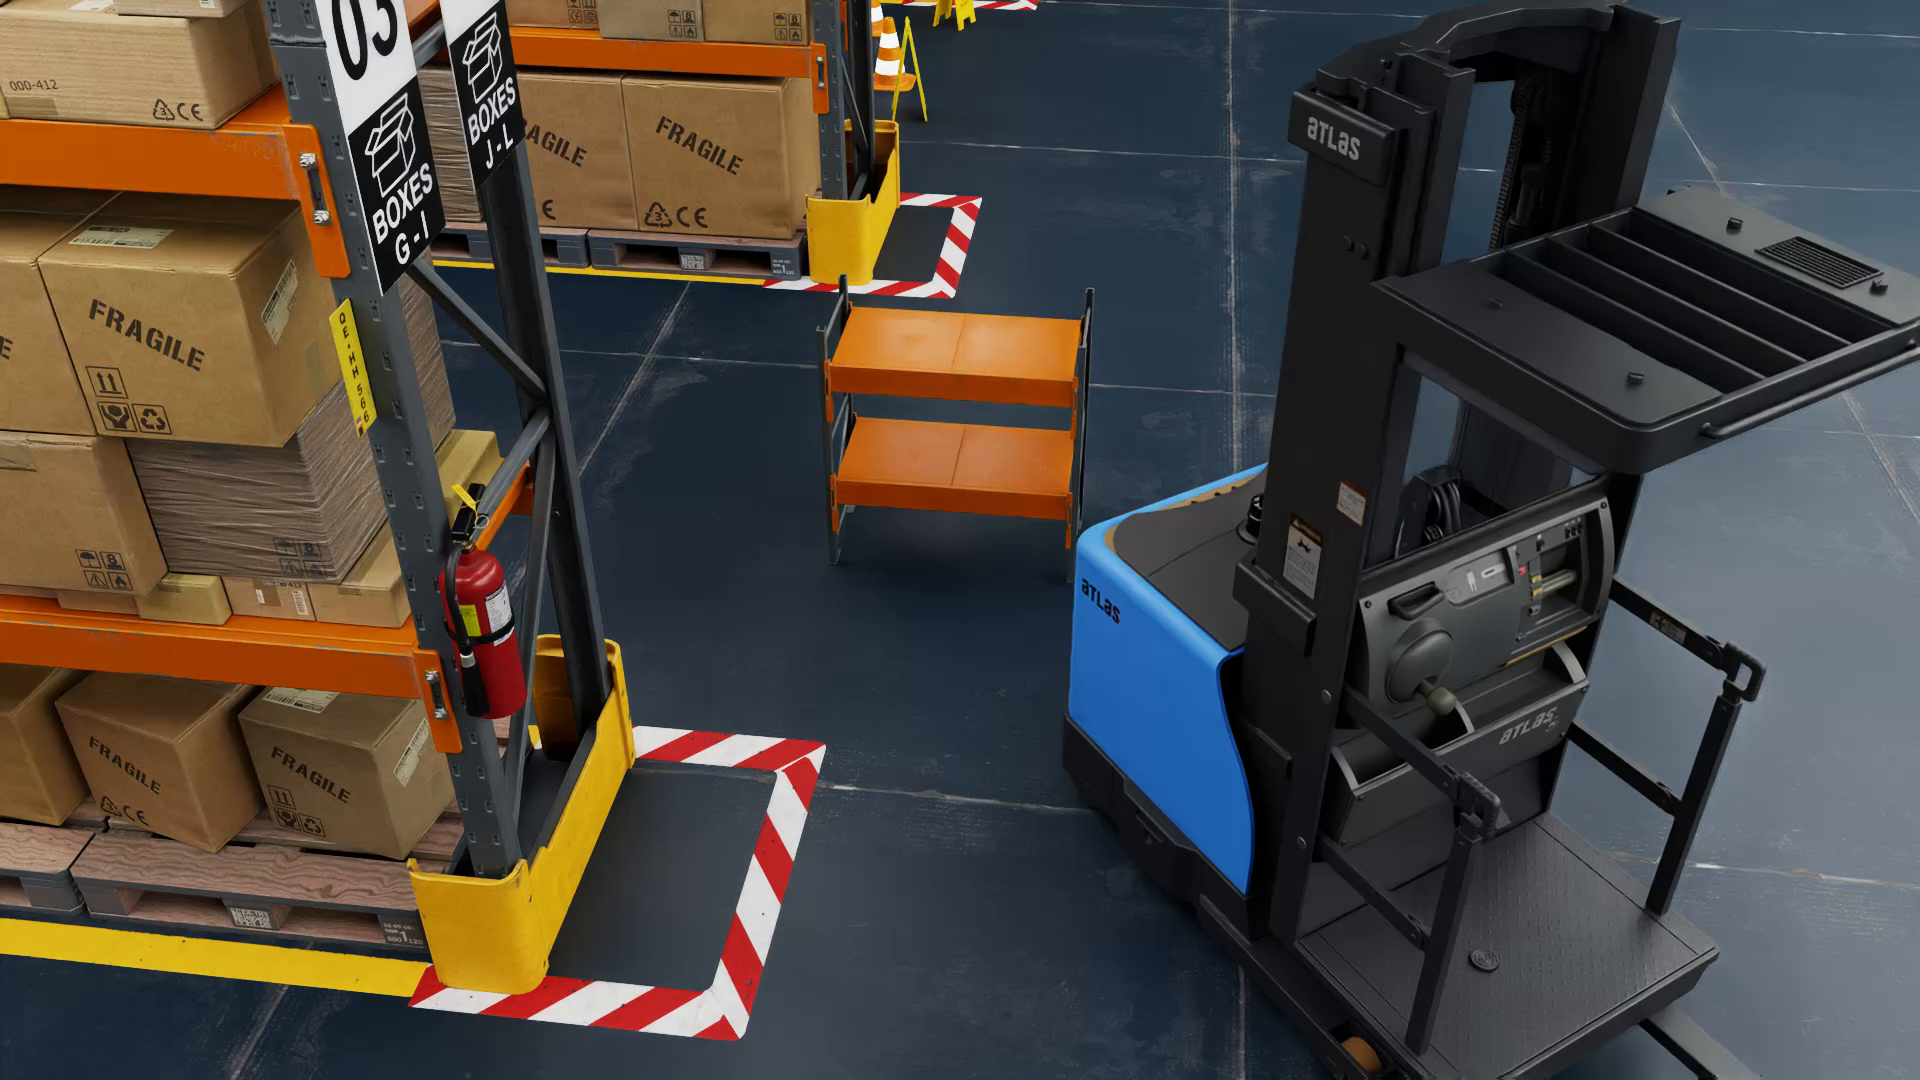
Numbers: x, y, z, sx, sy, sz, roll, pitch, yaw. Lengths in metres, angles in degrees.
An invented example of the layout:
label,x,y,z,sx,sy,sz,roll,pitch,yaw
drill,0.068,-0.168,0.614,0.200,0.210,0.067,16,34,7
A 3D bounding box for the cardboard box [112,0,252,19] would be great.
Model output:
label,x,y,z,sx,sy,sz,roll,pitch,yaw
cardboard box,-1.672,-1.290,3.679,0.250,0.149,0.380,4,36,6

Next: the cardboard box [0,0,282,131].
label,x,y,z,sx,sy,sz,roll,pitch,yaw
cardboard box,-1.868,-1.176,3.863,0.500,0.250,0.500,5,36,7

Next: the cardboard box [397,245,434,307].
label,x,y,z,sx,sy,sz,roll,pitch,yaw
cardboard box,-1.868,-0.893,4.717,0.500,0.500,0.500,4,36,6

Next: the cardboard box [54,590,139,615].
label,x,y,z,sx,sy,sz,roll,pitch,yaw
cardboard box,-2.415,0.038,4.831,0.250,0.149,0.380,4,36,6

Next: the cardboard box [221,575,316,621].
label,x,y,z,sx,sy,sz,roll,pitch,yaw
cardboard box,-1.914,0.054,4.808,0.250,0.149,0.380,4,36,6

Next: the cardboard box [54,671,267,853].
label,x,y,z,sx,sy,sz,roll,pitch,yaw
cardboard box,-2.572,0.639,5.562,0.500,0.500,0.500,14,38,18

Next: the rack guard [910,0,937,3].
label,x,y,z,sx,sy,sz,roll,pitch,yaw
rack guard,-0.170,-4.825,13.580,0.348,0.500,1.175,4,36,6

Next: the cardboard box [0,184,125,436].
label,x,y,z,sx,sy,sz,roll,pitch,yaw
cardboard box,-2.431,-0.628,4.345,0.500,0.500,0.500,4,36,6

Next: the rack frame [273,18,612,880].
label,x,y,z,sx,sy,sz,roll,pitch,yaw
rack frame,-1.357,-0.127,4.846,0.127,3.000,1.000,4,36,6

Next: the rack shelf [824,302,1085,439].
label,x,y,z,sx,sy,sz,roll,pitch,yaw
rack shelf,-0.007,-0.697,6.754,1.000,0.278,0.538,4,36,6

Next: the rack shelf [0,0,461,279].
label,x,y,z,sx,sy,sz,roll,pitch,yaw
rack shelf,-3.341,-1.203,4.391,4.000,0.370,1.077,4,36,6

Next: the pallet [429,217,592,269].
label,x,y,z,sx,sy,sz,roll,pitch,yaw
pallet,-2.635,-1.948,9.798,1.213,0.211,1.003,4,36,6

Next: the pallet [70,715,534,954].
label,x,y,z,sx,sy,sz,roll,pitch,yaw
pallet,-2.234,0.922,5.776,1.213,0.211,1.003,4,36,6

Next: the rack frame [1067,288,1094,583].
label,x,y,z,sx,sy,sz,roll,pitch,yaw
rack frame,0.497,-0.421,6.871,0.032,1.125,0.500,4,36,6

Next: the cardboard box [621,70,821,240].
label,x,y,z,sx,sy,sz,roll,pitch,yaw
cardboard box,-1.306,-2.296,9.352,0.875,0.875,0.875,4,36,6

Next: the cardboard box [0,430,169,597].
label,x,y,z,sx,sy,sz,roll,pitch,yaw
cardboard box,-2.410,-0.313,4.764,0.500,0.500,0.875,4,36,6

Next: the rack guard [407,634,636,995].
label,x,y,z,sx,sy,sz,roll,pitch,yaw
rack guard,-1.433,0.885,5.580,0.348,0.500,1.175,4,36,6

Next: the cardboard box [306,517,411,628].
label,x,y,z,sx,sy,sz,roll,pitch,yaw
cardboard box,-1.666,0.073,4.782,0.250,0.149,0.380,4,36,6

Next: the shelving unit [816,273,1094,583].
label,x,y,z,sx,sy,sz,roll,pitch,yaw
shelving unit,-0.007,-0.458,6.924,1.048,1.125,0.538,4,36,6

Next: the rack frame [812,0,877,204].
label,x,y,z,sx,sy,sz,roll,pitch,yaw
rack frame,-0.625,-2.977,8.840,0.127,3.000,1.000,4,36,6

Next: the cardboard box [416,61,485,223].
label,x,y,z,sx,sy,sz,roll,pitch,yaw
cardboard box,-3.083,-2.428,9.537,0.875,0.875,0.875,5,36,6

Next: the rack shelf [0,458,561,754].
label,x,y,z,sx,sy,sz,roll,pitch,yaw
rack shelf,-3.341,0.018,5.262,4.000,0.370,1.077,4,36,6

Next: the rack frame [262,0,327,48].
label,x,y,z,sx,sy,sz,roll,pitch,yaw
rack frame,-1.357,-2.569,3.103,0.127,3.000,1.000,4,36,6

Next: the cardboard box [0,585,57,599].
label,x,y,z,sx,sy,sz,roll,pitch,yaw
cardboard box,-2.657,-0.004,4.890,0.250,0.149,0.380,4,36,6

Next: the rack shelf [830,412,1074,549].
label,x,y,z,sx,sy,sz,roll,pitch,yaw
rack shelf,-0.007,-0.259,7.066,1.000,0.278,0.538,4,36,6

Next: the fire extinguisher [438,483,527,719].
label,x,y,z,sx,sy,sz,roll,pitch,yaw
fire extinguisher,-1.302,0.179,4.484,0.183,0.674,0.296,4,36,6

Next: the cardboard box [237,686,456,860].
label,x,y,z,sx,sy,sz,roll,pitch,yaw
cardboard box,-1.974,0.664,5.528,0.500,0.500,0.500,11,37,15

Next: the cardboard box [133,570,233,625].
label,x,y,z,sx,sy,sz,roll,pitch,yaw
cardboard box,-2.169,0.066,4.792,0.250,0.149,0.380,4,36,6

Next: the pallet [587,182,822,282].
label,x,y,z,sx,sy,sz,roll,pitch,yaw
pallet,-1.428,-1.856,9.669,1.213,0.211,1.003,4,36,6

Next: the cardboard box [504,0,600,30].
label,x,y,z,sx,sy,sz,roll,pitch,yaw
cardboard box,-2.087,-3.182,8.997,0.550,0.550,0.875,4,36,6

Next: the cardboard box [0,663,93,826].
label,x,y,z,sx,sy,sz,roll,pitch,yaw
cardboard box,-3.190,0.582,5.643,0.500,0.500,0.500,7,36,10

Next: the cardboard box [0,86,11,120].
label,x,y,z,sx,sy,sz,roll,pitch,yaw
cardboard box,-2.363,-1.211,3.912,0.500,0.250,0.500,4,36,6

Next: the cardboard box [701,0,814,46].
label,x,y,z,sx,sy,sz,roll,pitch,yaw
cardboard box,-0.999,-3.040,8.798,0.550,0.550,0.875,4,36,6

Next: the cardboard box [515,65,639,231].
label,x,y,z,sx,sy,sz,roll,pitch,yaw
cardboard box,-2.179,-2.359,9.441,0.875,0.875,0.875,4,36,5

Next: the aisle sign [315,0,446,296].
label,x,y,z,sx,sy,sz,roll,pitch,yaw
aisle sign,-1.334,-1.008,3.842,0.004,0.787,0.394,4,36,6

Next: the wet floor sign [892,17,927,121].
label,x,y,z,sx,sy,sz,roll,pitch,yaw
wet floor sign,-0.344,-3.158,11.119,0.232,0.644,0.267,-2,36,-2

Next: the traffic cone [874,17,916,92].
label,x,y,z,sx,sy,sz,roll,pitch,yaw
traffic cone,-0.490,-3.428,11.655,0.334,0.463,0.336,4,36,6

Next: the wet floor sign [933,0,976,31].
label,x,y,z,sx,sy,sz,roll,pitch,yaw
wet floor sign,-0.043,-4.248,12.647,0.232,0.644,0.267,17,39,22

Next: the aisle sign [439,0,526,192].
label,x,y,z,sx,sy,sz,roll,pitch,yaw
aisle sign,-1.258,-1.353,4.326,0.004,0.787,0.394,4,36,6

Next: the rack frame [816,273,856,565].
label,x,y,z,sx,sy,sz,roll,pitch,yaw
rack frame,-0.511,-0.496,6.977,0.032,1.125,0.500,4,36,6

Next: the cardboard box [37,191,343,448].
label,x,y,z,sx,sy,sz,roll,pitch,yaw
cardboard box,-1.934,-0.594,4.297,0.500,0.500,0.500,4,36,6

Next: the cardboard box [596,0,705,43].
label,x,y,z,sx,sy,sz,roll,pitch,yaw
cardboard box,-1.547,-3.068,8.837,0.550,0.550,0.875,4,36,6

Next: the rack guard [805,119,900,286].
label,x,y,z,sx,sy,sz,roll,pitch,yaw
rack guard,-0.601,-1.958,9.563,0.348,0.500,1.175,4,36,6

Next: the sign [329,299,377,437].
label,x,y,z,sx,sy,sz,roll,pitch,yaw
sign,-1.448,-0.409,3.972,0.005,0.325,0.100,4,36,6

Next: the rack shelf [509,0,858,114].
label,x,y,z,sx,sy,sz,roll,pitch,yaw
rack shelf,-2.609,-2.832,9.256,4.000,0.370,1.077,4,36,6

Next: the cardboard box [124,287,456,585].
label,x,y,z,sx,sy,sz,roll,pitch,yaw
cardboard box,-1.899,-0.345,4.809,0.500,0.500,0.875,4,36,6

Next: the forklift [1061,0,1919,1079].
label,x,y,z,sx,sy,sz,roll,pitch,yaw
forklift,1.558,0.238,4.394,1.130,2.935,3.031,-19,40,-25

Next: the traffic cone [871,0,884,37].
label,x,y,z,sx,sy,sz,roll,pitch,yaw
traffic cone,-0.686,-4.093,12.586,0.334,0.463,0.336,4,36,6

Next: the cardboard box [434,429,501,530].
label,x,y,z,sx,sy,sz,roll,pitch,yaw
cardboard box,-1.609,-0.183,5.141,0.250,0.149,0.380,4,36,6

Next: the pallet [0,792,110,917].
label,x,y,z,sx,sy,sz,roll,pitch,yaw
pallet,-3.440,0.830,5.905,1.213,0.211,1.003,4,36,6
